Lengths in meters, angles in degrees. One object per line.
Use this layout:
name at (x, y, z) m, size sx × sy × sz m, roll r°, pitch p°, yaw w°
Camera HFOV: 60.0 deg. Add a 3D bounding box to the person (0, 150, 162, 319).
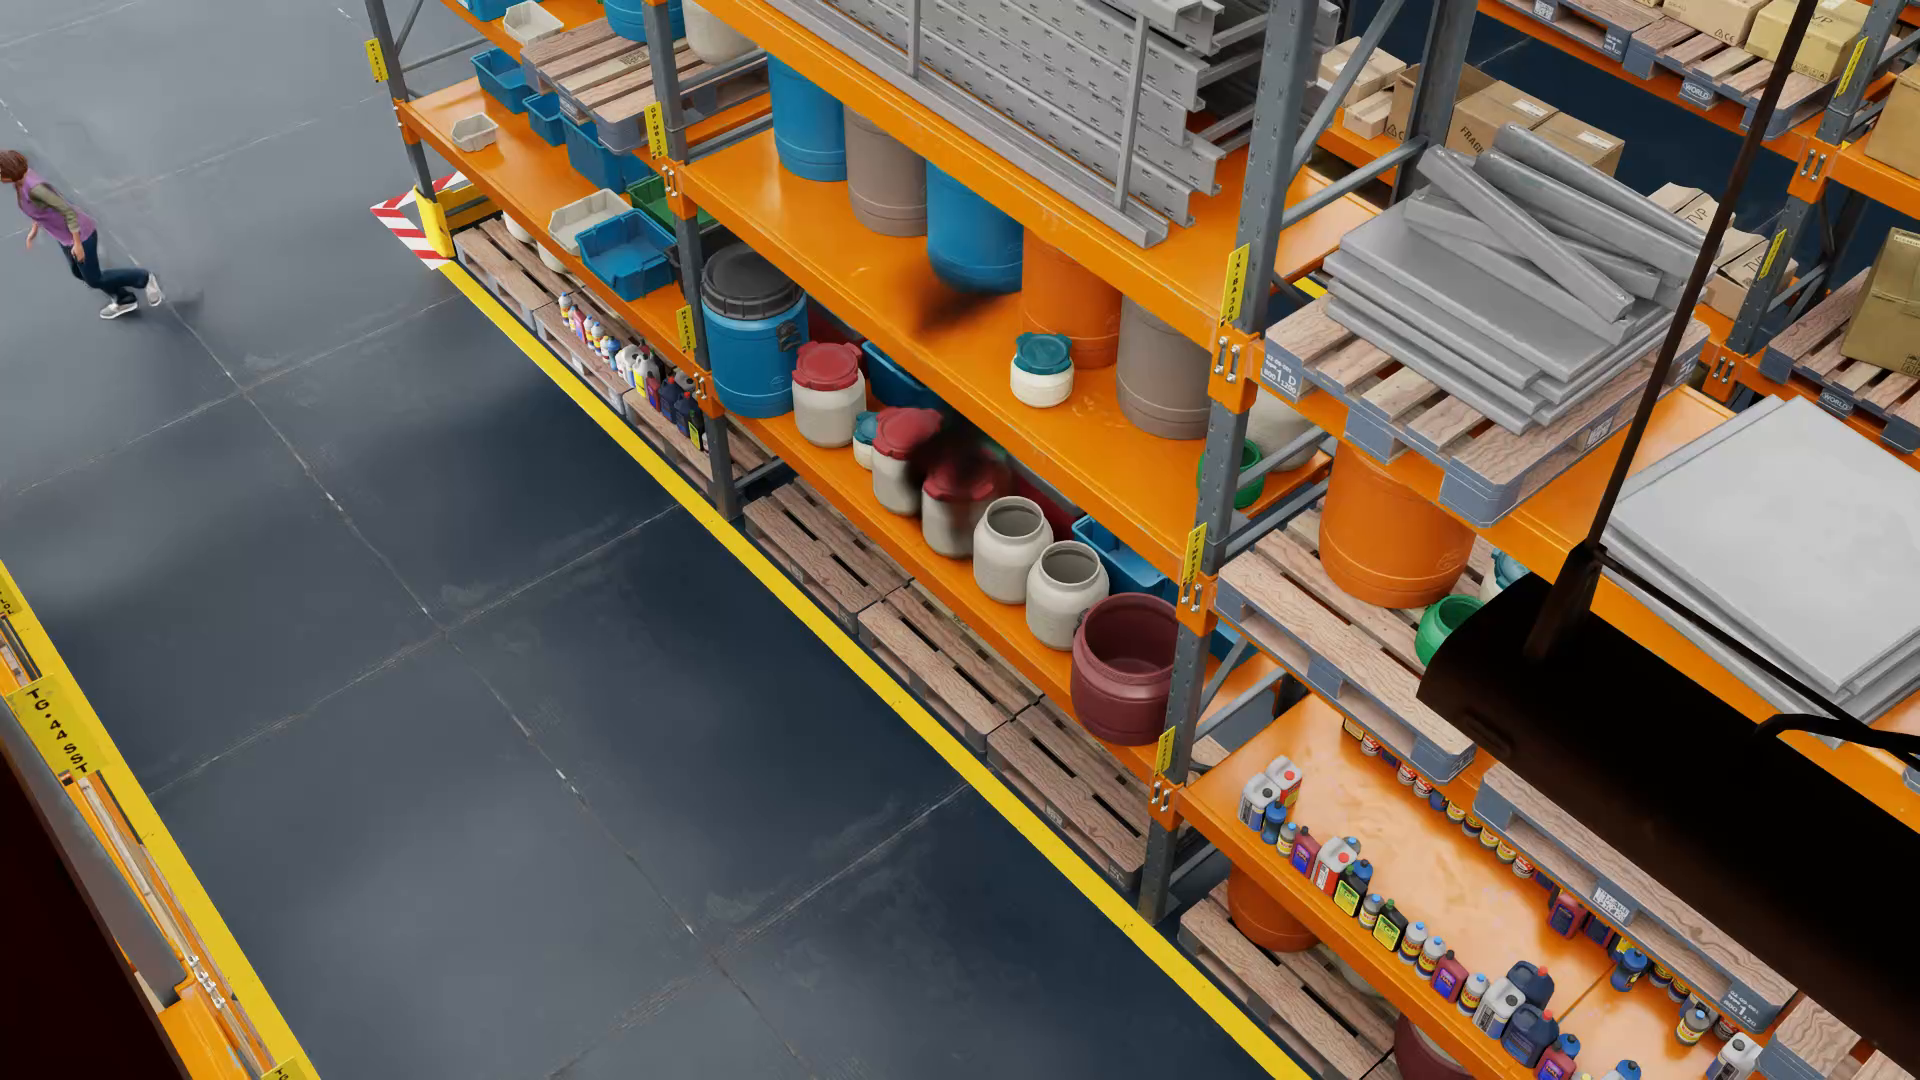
person at (-6.402, -2.243, 12.065) m, size 0.512 × 1.519 × 0.687 m, roll 35°, pitch 55°, yaw 28°
